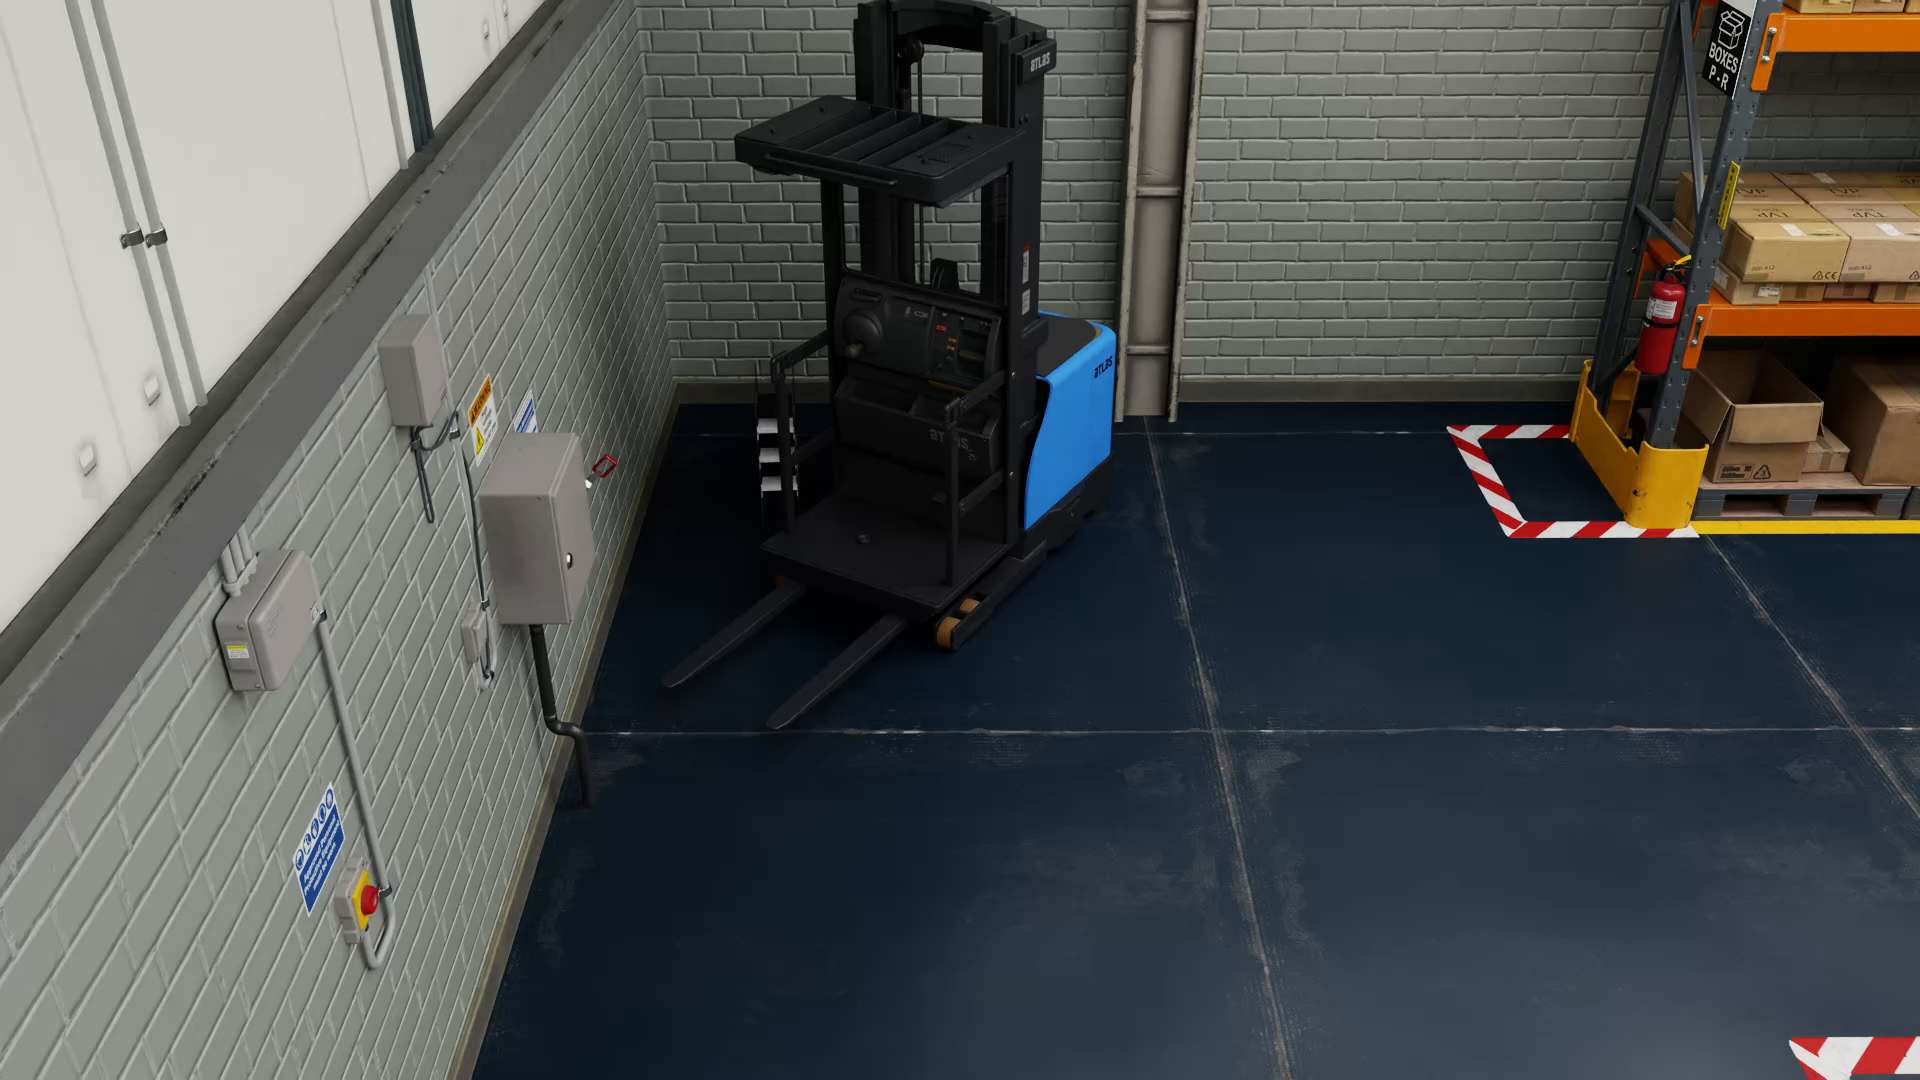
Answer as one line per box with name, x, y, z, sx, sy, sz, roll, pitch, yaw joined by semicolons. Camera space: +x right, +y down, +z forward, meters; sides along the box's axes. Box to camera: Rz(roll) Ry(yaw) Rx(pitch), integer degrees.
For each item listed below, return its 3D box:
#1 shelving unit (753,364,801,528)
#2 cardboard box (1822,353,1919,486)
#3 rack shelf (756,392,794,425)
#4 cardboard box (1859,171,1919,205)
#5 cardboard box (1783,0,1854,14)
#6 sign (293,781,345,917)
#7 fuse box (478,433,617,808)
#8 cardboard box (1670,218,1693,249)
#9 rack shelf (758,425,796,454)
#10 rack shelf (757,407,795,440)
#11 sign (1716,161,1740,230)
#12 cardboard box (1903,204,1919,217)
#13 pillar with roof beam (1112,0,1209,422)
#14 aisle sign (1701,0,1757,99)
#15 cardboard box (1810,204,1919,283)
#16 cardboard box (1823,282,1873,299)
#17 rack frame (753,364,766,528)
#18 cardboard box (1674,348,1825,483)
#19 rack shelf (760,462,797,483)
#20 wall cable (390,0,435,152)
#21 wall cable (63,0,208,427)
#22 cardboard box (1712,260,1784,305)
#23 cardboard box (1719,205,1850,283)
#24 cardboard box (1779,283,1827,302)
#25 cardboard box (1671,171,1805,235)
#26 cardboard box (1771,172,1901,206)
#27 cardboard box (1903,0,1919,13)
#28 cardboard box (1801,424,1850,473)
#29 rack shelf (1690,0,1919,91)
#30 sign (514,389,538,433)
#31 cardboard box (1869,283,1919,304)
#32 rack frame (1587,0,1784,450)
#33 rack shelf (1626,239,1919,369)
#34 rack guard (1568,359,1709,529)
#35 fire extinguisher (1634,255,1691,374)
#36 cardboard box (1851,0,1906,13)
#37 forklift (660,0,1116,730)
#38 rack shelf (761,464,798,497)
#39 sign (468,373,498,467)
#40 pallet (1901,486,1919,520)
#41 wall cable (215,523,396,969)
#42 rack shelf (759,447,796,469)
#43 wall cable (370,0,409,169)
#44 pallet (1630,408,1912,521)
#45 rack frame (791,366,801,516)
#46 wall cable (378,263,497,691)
shelving unit;-1.011;-0.520;9.240;0.210;0.900;0.258;-2;31;-3
cardboard box;5.335;-0.695;9.508;0.500;0.500;0.700;1;31;2
rack shelf;-1.011;-0.722;9.117;0.200;0.077;0.258;-2;31;-3
cardboard box;5.337;-1.851;9.267;0.500;0.250;0.500;1;31;1
cardboard box;4.188;-2.704;8.165;0.250;0.149;0.380;0;31;1
sign;-1.798;0.866;4.671;0.001;0.218;0.327;0;31;0
fuse box;-1.604;0.417;6.914;0.414;1.711;0.539;0;31;0
cardboard box;4.198;-1.681;9.372;0.250;0.149;0.380;-1;31;-1
rack shelf;-1.011;-0.568;9.210;0.200;0.077;0.258;-2;31;-3
rack shelf;-1.011;-0.645;9.163;0.200;0.077;0.258;-2;31;-3
sign;3.871;-1.737;8.387;0.005;0.325;0.100;0;31;0
cardboard box;5.334;-1.578;8.817;0.500;0.250;0.500;-1;31;-1
pillar with roof beam;1.192;-2.439;4.595;0.400;9.000;9.100;0;31;0
aisle sign;3.801;-2.607;8.150;0.004;0.787;0.394;0;31;0
cardboard box;4.827;-1.575;8.812;0.500;0.250;0.500;0;31;0
cardboard box;4.715;-1.444;8.980;0.250;0.149;0.380;-1;31;-1
rack frame;-1.113;-0.517;9.234;0.006;0.900;0.240;-2;31;-3
cardboard box;4.480;-0.714;9.536;0.637;0.503;0.797;-1;31;-2
rack shelf;-1.011;-0.415;9.303;0.200;0.077;0.258;-2;31;-3
wall cable;-1.766;-3.326;6.021;0.133;3.039;2.988;0;31;0
wall cable;-1.785;-1.475;3.005;0.029;3.000;0.463;0;31;0
cardboard box;4.198;-1.400;8.908;0.250;0.149;0.380;0;31;-1
cardboard box;4.323;-1.573;8.809;0.500;0.250;0.500;0;31;0
cardboard box;4.452;-1.425;8.949;0.250;0.149;0.380;1;31;1
cardboard box;4.326;-1.851;9.266;0.500;0.250;0.500;1;31;1
cardboard box;4.842;-1.852;9.268;0.500;0.250;0.500;0;31;0
cardboard box;4.707;-2.710;8.176;0.250;0.149;0.380;0;31;0
cardboard box;4.905;-0.543;9.597;0.250;0.149;0.380;-1;31;-2
rack shelf;5.868;-2.630;8.494;4.000;0.370;1.077;0;31;0
sign;-1.814;-0.349;7.025;0.001;0.494;0.329;0;31;0
cardboard box;4.968;-1.413;8.929;0.250;0.149;0.380;1;31;1
rack frame;3.868;-1.649;9.075;0.127;3.000;1.000;0;31;0
rack shelf;5.868;-1.347;9.272;4.000;0.370;1.077;0;31;0
rack guard;3.944;-0.580;9.724;0.348;0.500;1.175;0;31;0
fire extinguisher;3.723;-1.216;8.796;0.183;0.674;0.296;0;31;0
cardboard box;4.450;-2.718;8.189;0.250;0.149;0.380;0;31;1
forklift;-0.324;-0.976;8.033;1.130;2.935;3.031;17;35;26
rack shelf;-1.011;-0.338;9.350;0.200;0.077;0.258;-2;31;-3
sign;-1.811;-0.458;6.317;0.001;0.242;0.339;0;31;0
pallet;5.958;-0.462;9.808;1.213;0.211;1.003;0;31;0
wall cable;-1.737;0.508;4.511;0.123;1.953;0.585;0;31;0
rack shelf;-1.011;-0.491;9.257;0.200;0.077;0.258;-2;31;-3
wall cable;-1.787;-1.865;3.648;0.029;3.000;2.355;0;31;0
pallet;4.741;-0.459;9.804;1.213;0.211;1.003;0;31;0
rack frame;-0.910;-0.523;9.245;0.006;0.900;0.240;-2;31;-3
wall cable;-1.757;-0.214;5.732;0.122;1.984;0.588;0;31;0
